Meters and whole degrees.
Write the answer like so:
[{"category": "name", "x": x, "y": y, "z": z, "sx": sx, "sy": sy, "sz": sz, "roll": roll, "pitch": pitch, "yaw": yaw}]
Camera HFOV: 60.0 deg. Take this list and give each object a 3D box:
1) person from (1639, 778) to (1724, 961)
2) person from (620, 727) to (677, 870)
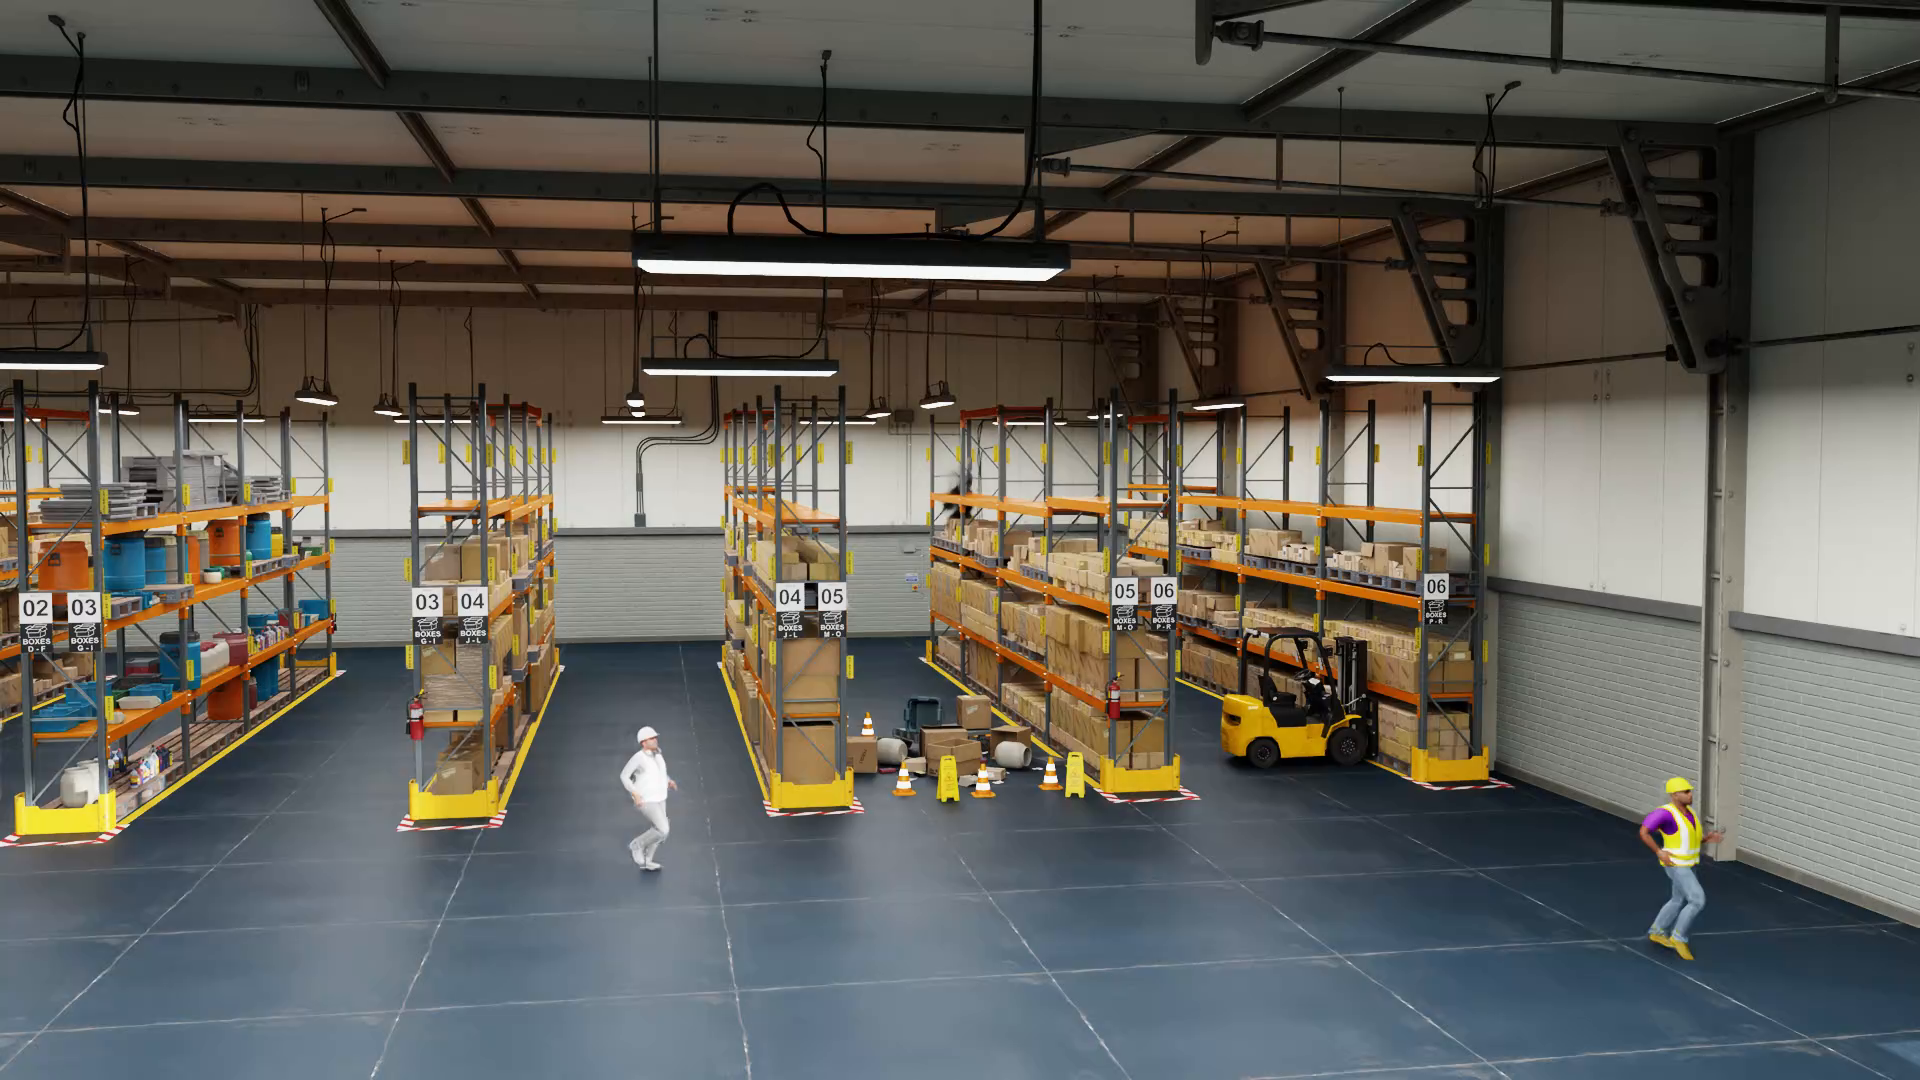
[{"category": "person", "x": 7.229, "y": 3.283, "z": 16.632, "sx": 0.674, "sy": 1.809, "sz": 0.696, "roll": -3, "pitch": 4, "yaw": -44}, {"category": "person", "x": -3.686, "y": 3.120, "z": 20.025, "sx": 0.575, "sy": 1.729, "sz": 0.657, "roll": 1, "pitch": 3, "yaw": 23}]
